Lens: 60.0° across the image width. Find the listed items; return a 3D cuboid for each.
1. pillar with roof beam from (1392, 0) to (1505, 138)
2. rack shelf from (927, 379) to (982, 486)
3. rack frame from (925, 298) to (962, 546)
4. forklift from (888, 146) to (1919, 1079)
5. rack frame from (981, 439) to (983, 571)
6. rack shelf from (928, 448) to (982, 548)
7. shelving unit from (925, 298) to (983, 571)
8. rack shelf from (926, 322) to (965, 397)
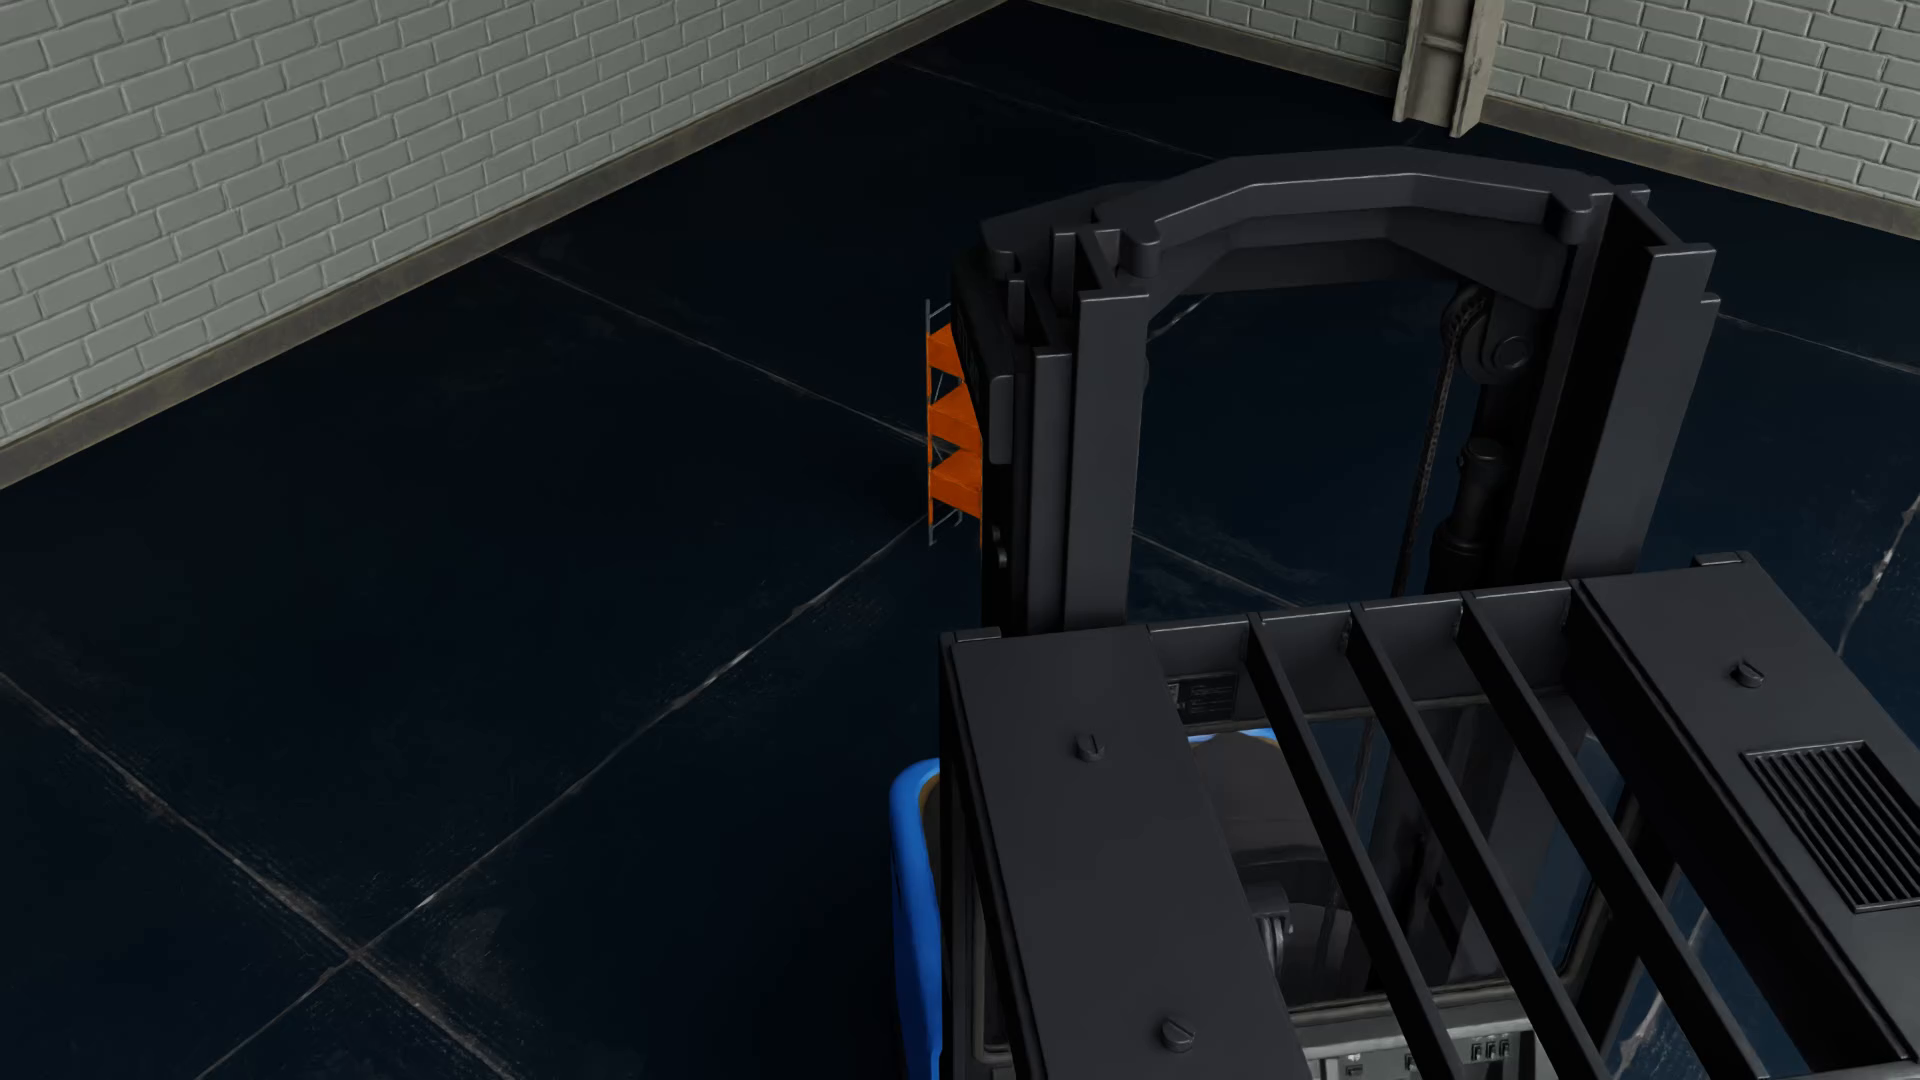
[{"bbox_3d":[0.027,-3.767,3.762,0.400,9.000,9.100,25,45,29],"label":"pillar with roof beam"},{"bbox_3d":[0.042,-0.385,5.907,0.240,0.259,0.215,25,45,29],"label":"rack shelf"},{"bbox_3d":[-0.054,-0.439,5.959,0.008,1.050,0.200,25,45,29],"label":"rack frame"},{"bbox_3d":[0.554,1.058,2.521,1.130,2.935,3.031,-5,38,-7],"label":"forklift"},{"bbox_3d":[0.139,-0.348,5.842,0.008,1.050,0.200,25,45,29],"label":"rack frame"},{"bbox_3d":[0.042,-0.166,6.079,0.240,0.259,0.215,25,45,29],"label":"rack shelf"},{"bbox_3d":[0.042,-0.393,5.901,0.252,1.050,0.215,25,45,29],"label":"shelving unit"},{"bbox_3d":[0.042,-0.608,5.732,0.240,0.259,0.215,25,45,29],"label":"rack shelf"}]
